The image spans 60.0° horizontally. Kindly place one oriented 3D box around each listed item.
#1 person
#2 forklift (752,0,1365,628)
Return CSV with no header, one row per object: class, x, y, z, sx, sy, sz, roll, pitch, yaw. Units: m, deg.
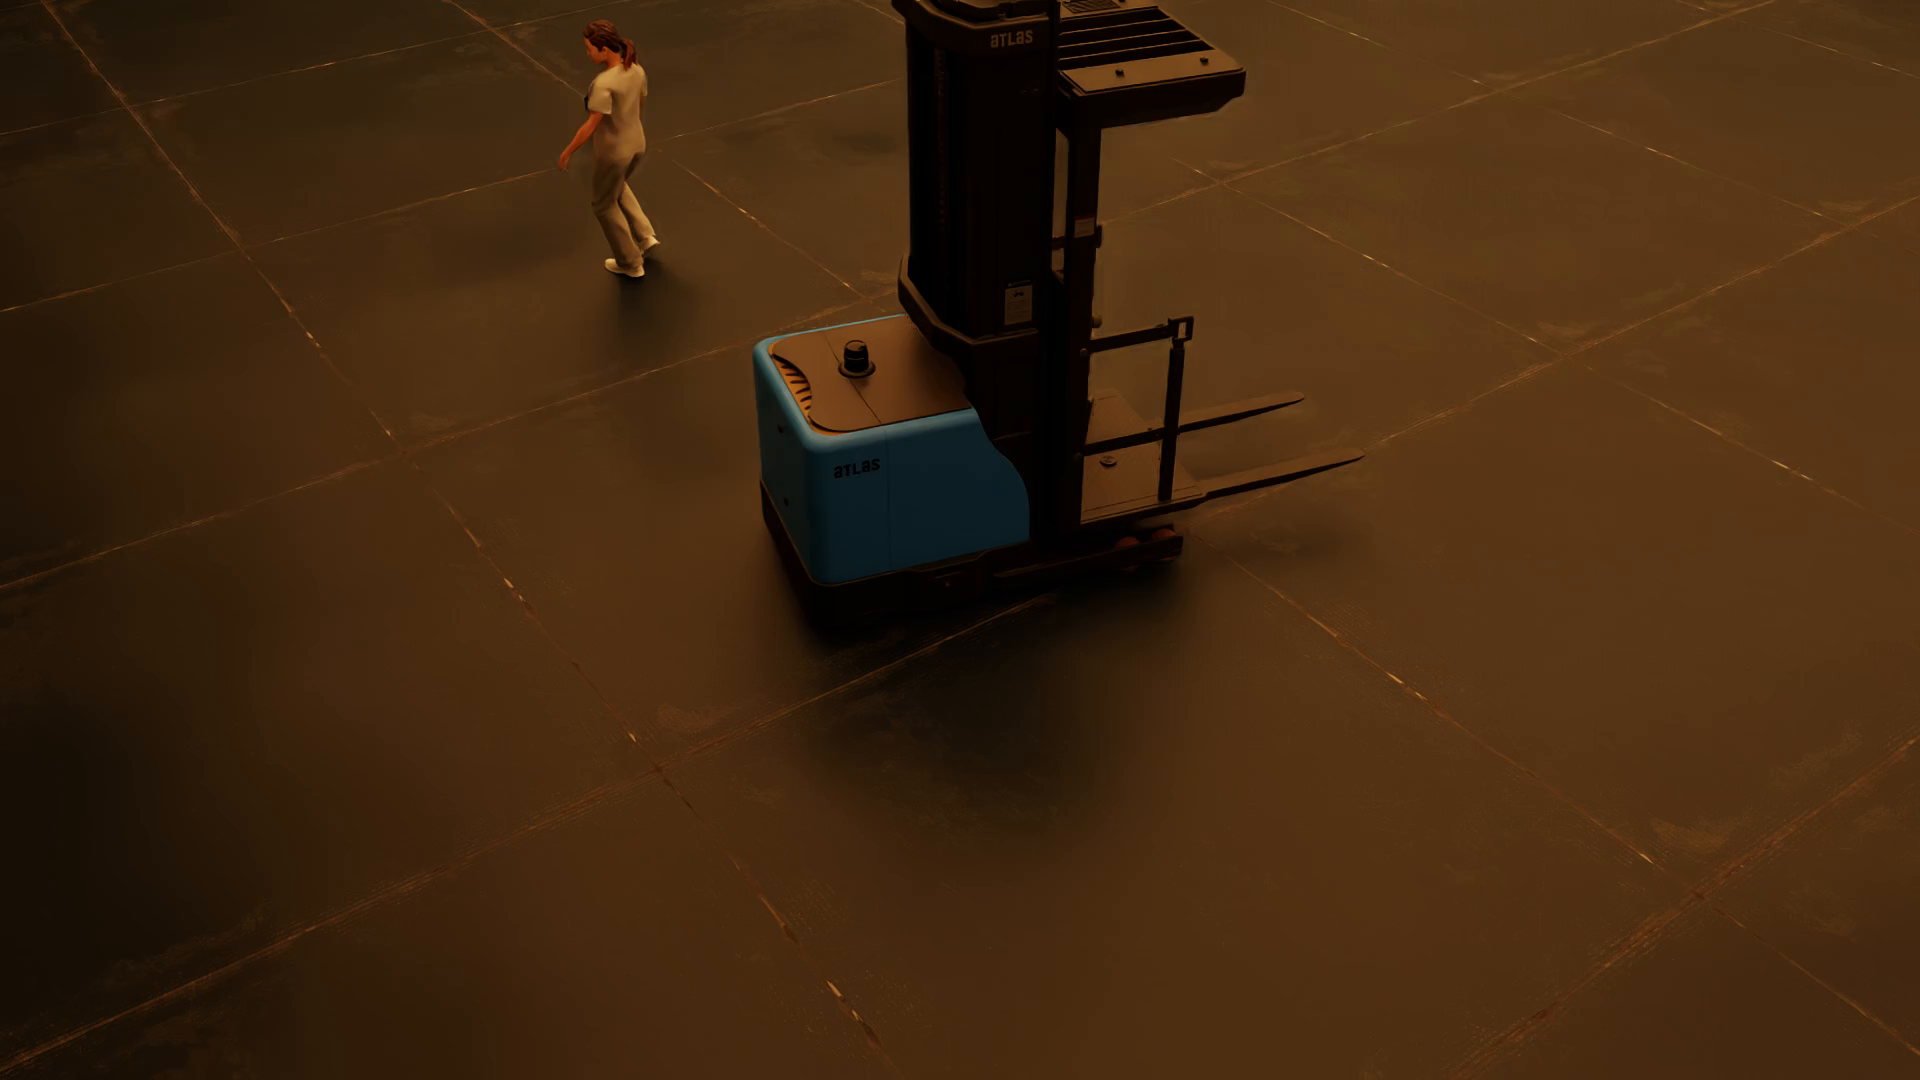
person,-2.164,-2.384,10.261,0.480,1.665,0.713,19,40,23
forklift,0.570,-1.308,7.714,3.031,2.935,1.130,-13,38,-16
